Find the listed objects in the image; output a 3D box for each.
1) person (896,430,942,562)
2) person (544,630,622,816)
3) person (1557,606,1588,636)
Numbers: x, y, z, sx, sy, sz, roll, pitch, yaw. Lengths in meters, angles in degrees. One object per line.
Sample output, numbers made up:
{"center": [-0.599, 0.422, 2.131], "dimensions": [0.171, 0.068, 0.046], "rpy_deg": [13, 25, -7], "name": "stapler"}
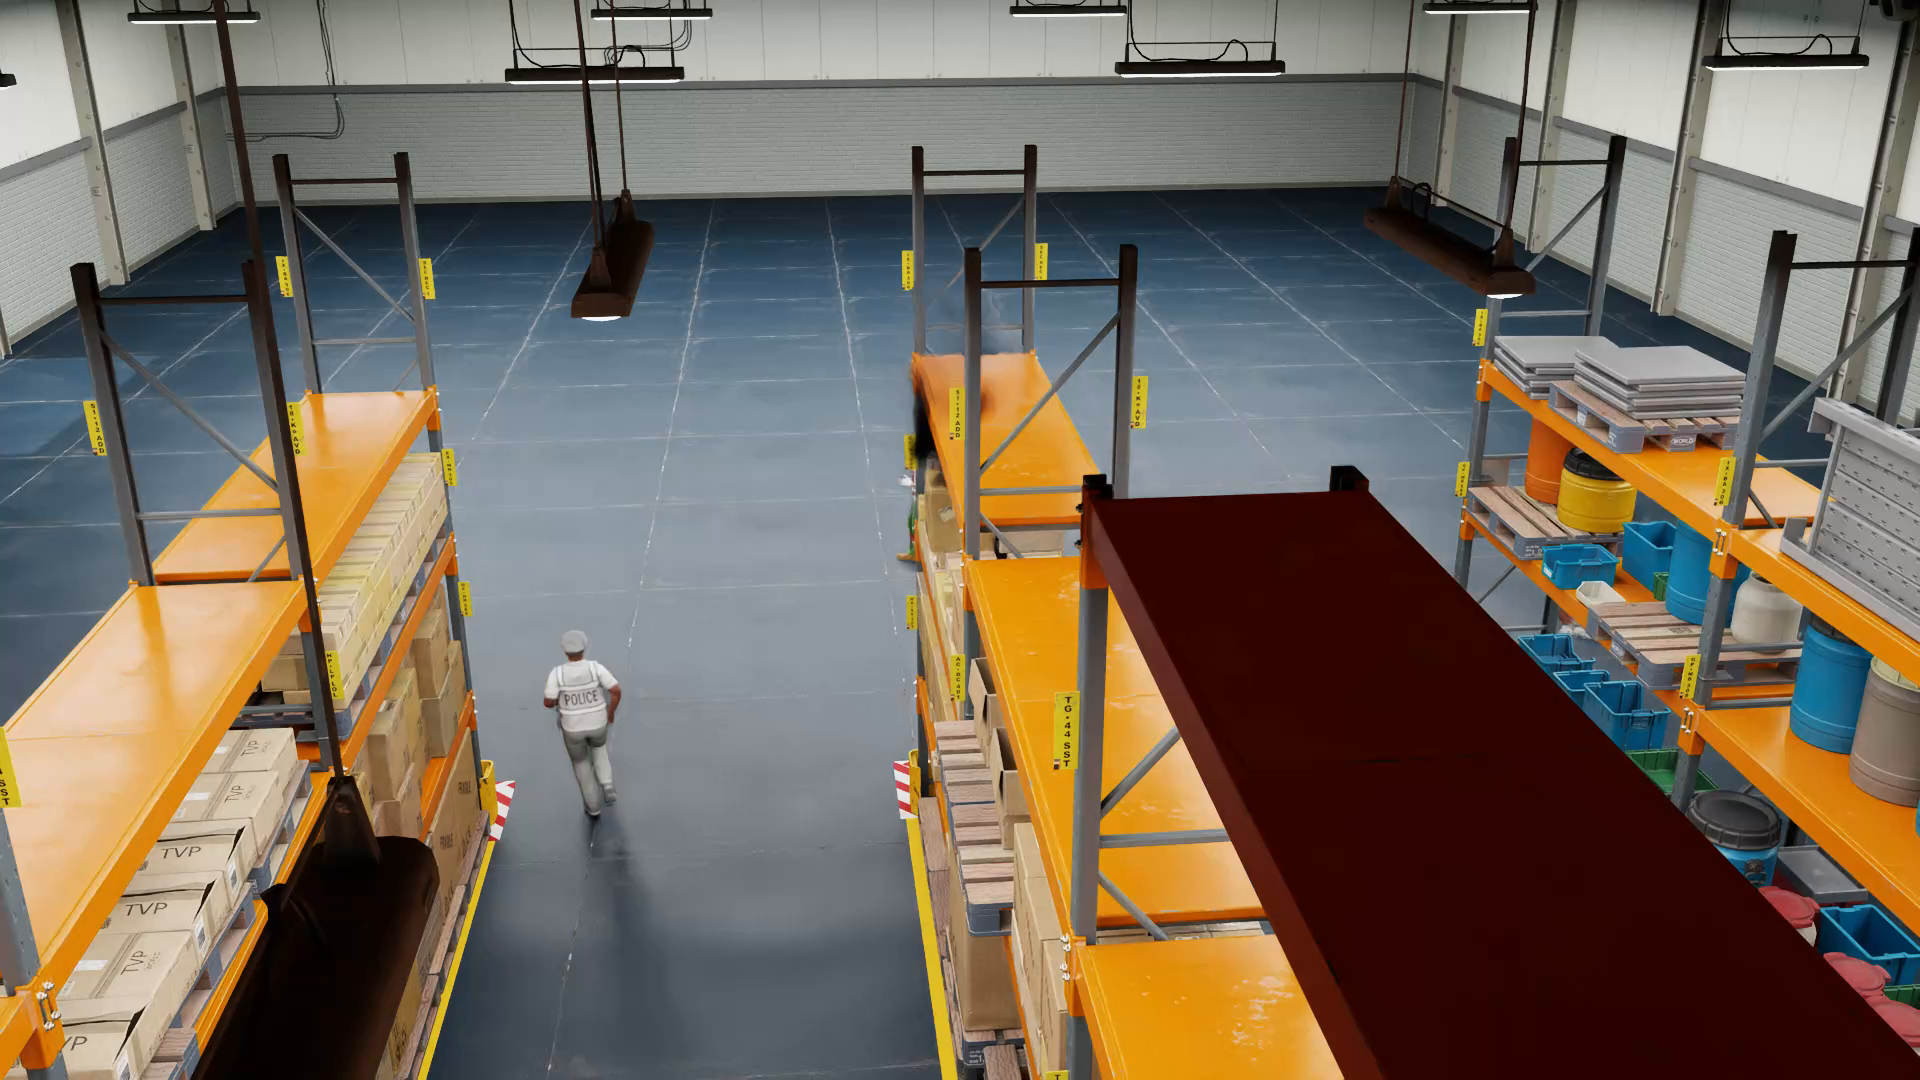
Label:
{"center": [-0.397, -0.523, 20.583], "dimensions": [0.856, 1.759, 0.668], "rpy_deg": [7, 23, 16], "name": "person"}
{"center": [-3.444, 1.632, 15.153], "dimensions": [0.667, 1.757, 0.614], "rpy_deg": [-9, 23, -22], "name": "person"}
{"center": [6.938, 0.325, 18.590], "dimensions": [0.644, 1.653, 0.582], "rpy_deg": [10, 24, 24], "name": "person"}
